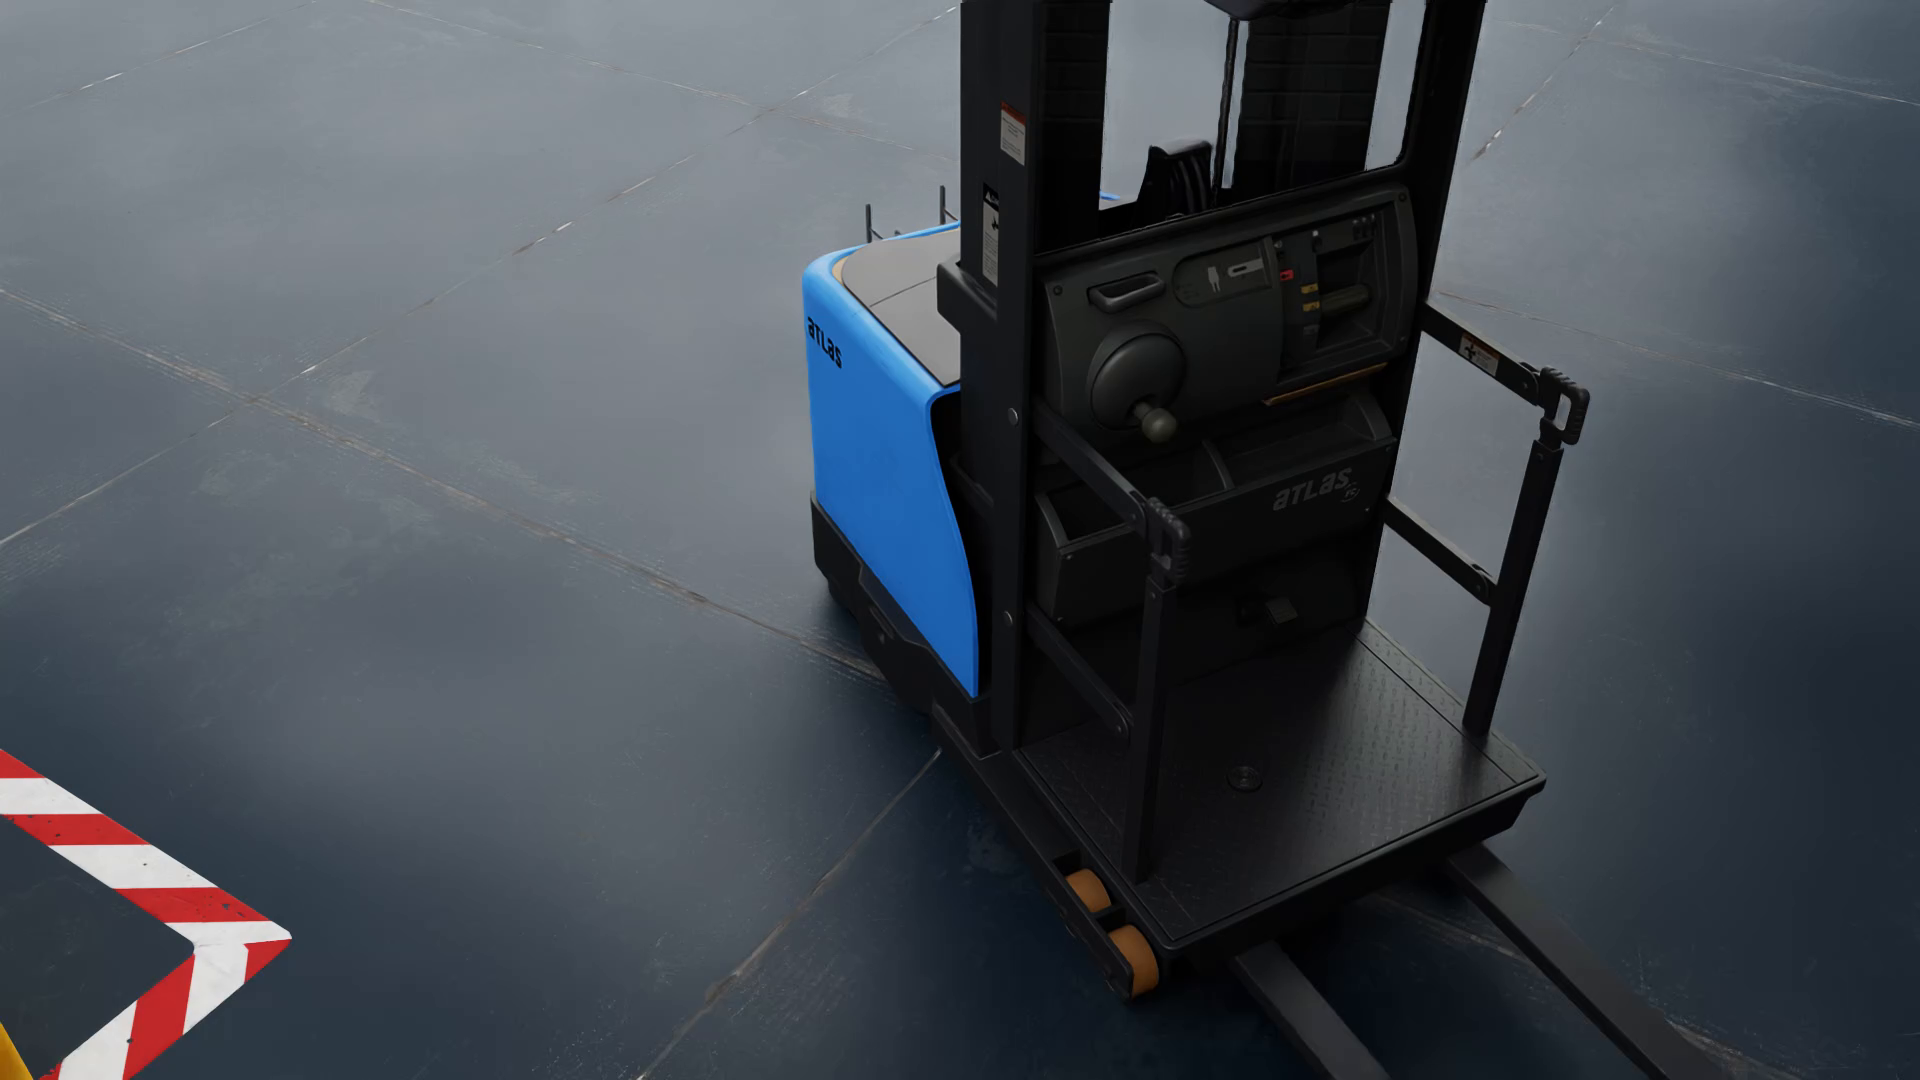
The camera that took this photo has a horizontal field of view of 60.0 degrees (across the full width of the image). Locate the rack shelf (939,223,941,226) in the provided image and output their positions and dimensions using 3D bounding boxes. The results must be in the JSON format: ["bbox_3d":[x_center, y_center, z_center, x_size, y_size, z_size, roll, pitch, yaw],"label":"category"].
[{"bbox_3d":[-0.114,-0.754,4.920,0.240,0.259,0.215,-19,42,-23],"label":"rack shelf"}]

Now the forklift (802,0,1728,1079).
[{"bbox_3d":[0.697,-0.415,3.388,1.130,2.935,3.031,-18,41,-22],"label":"forklift"}]

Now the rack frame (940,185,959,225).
[{"bbox_3d":[-0.007,-0.574,5.134,0.008,1.050,0.200,-19,42,-23],"label":"rack frame"}]

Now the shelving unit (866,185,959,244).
[{"bbox_3d":[-0.114,-0.538,5.087,0.252,1.050,0.215,-19,42,-23],"label":"shelving unit"}]

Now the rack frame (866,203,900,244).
[{"bbox_3d":[-0.221,-0.501,5.040,0.008,1.050,0.200,-19,42,-23],"label":"rack frame"}]
